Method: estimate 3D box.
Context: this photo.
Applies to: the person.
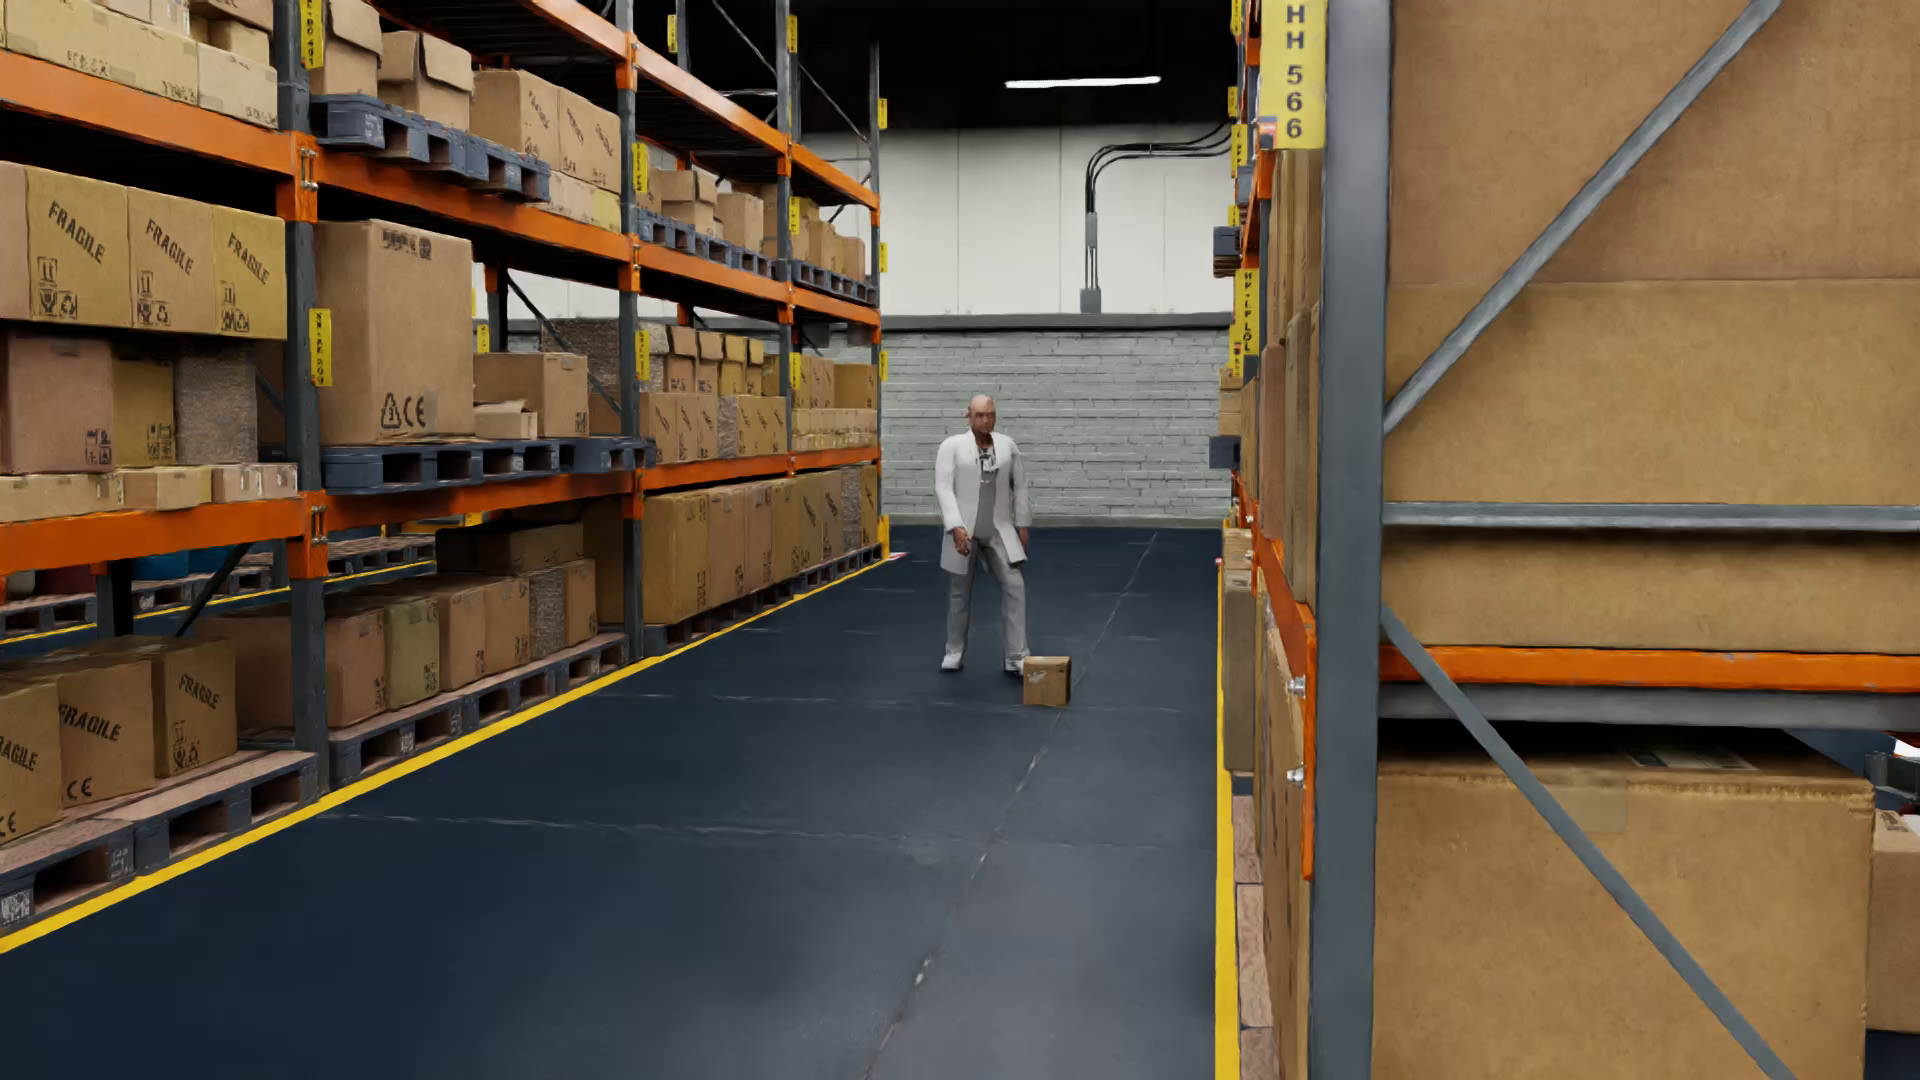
[{"bbox_3d":[0.164,-0.042,10.582,0.680,1.761,0.683,-1,4,-12],"label":"person"}]
